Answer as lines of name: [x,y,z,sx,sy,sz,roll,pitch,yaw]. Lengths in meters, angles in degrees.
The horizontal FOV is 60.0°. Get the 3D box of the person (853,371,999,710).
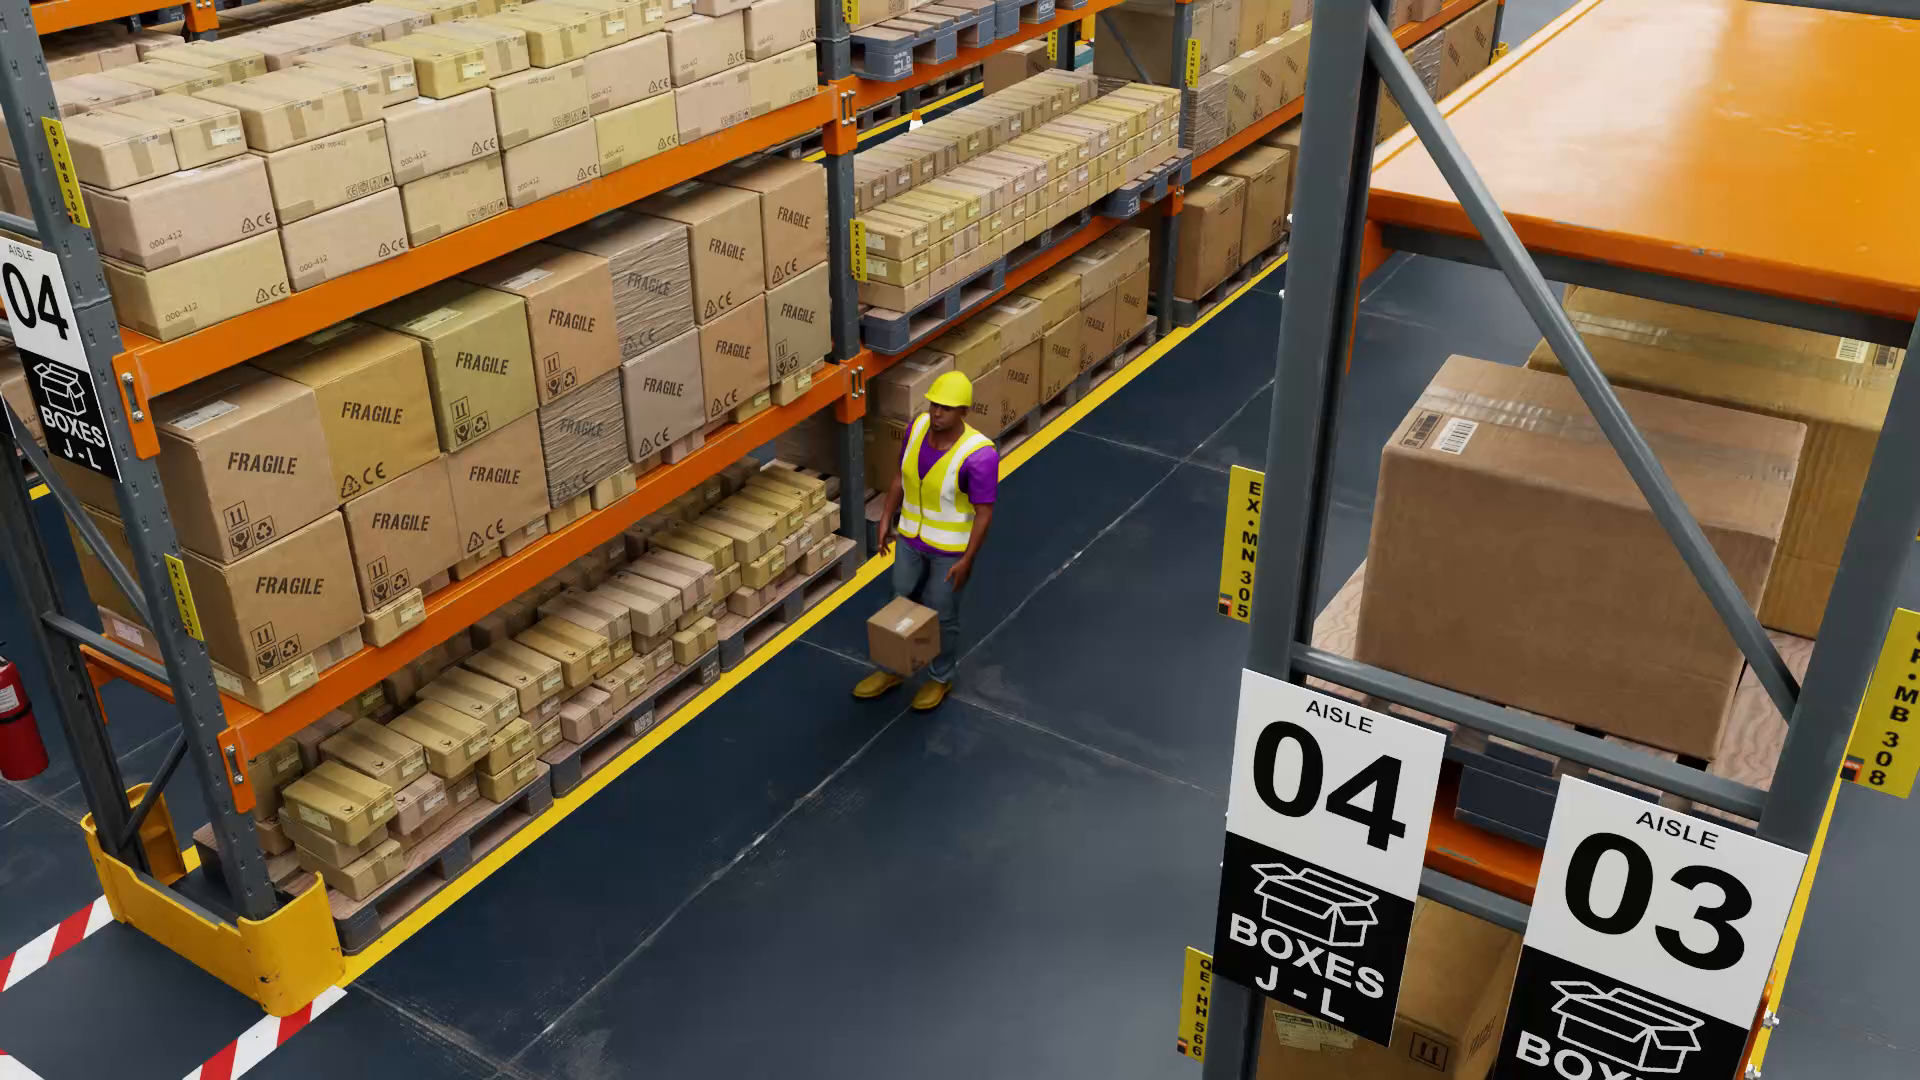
person: [-0.159,0.025,8.105,0.625,1.768,0.575,22,37,33]
